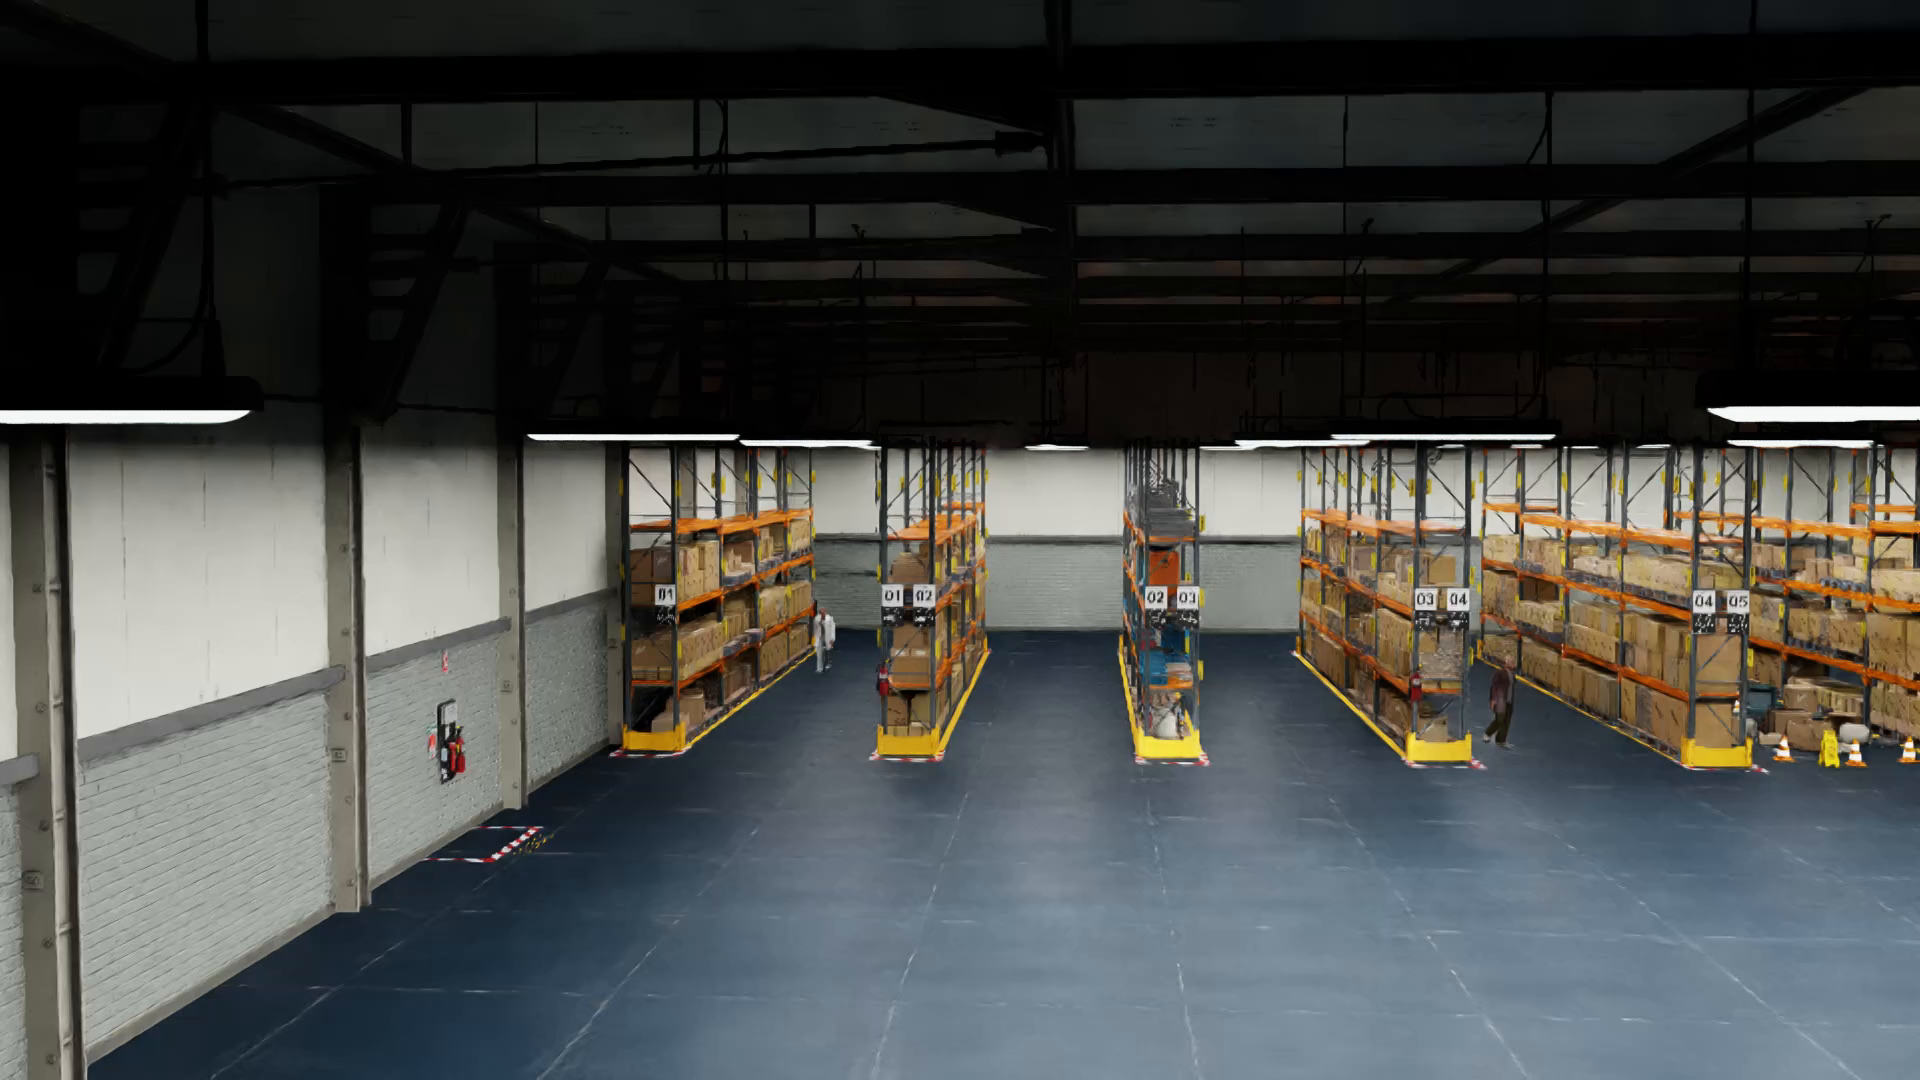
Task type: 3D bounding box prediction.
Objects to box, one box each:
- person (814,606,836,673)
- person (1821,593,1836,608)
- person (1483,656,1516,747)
[{"bbox_3d":[-3.506,2.558,42.974,0.600,1.725,1.110,0,3,3],"label":"person"},{"bbox_3d":[24.823,2.290,47.568,0.713,1.770,0.556,-1,3,-25],"label":"person"},{"bbox_3d":[10.468,3.113,32.261,0.623,1.772,0.578,-2,4,-31],"label":"person"}]
